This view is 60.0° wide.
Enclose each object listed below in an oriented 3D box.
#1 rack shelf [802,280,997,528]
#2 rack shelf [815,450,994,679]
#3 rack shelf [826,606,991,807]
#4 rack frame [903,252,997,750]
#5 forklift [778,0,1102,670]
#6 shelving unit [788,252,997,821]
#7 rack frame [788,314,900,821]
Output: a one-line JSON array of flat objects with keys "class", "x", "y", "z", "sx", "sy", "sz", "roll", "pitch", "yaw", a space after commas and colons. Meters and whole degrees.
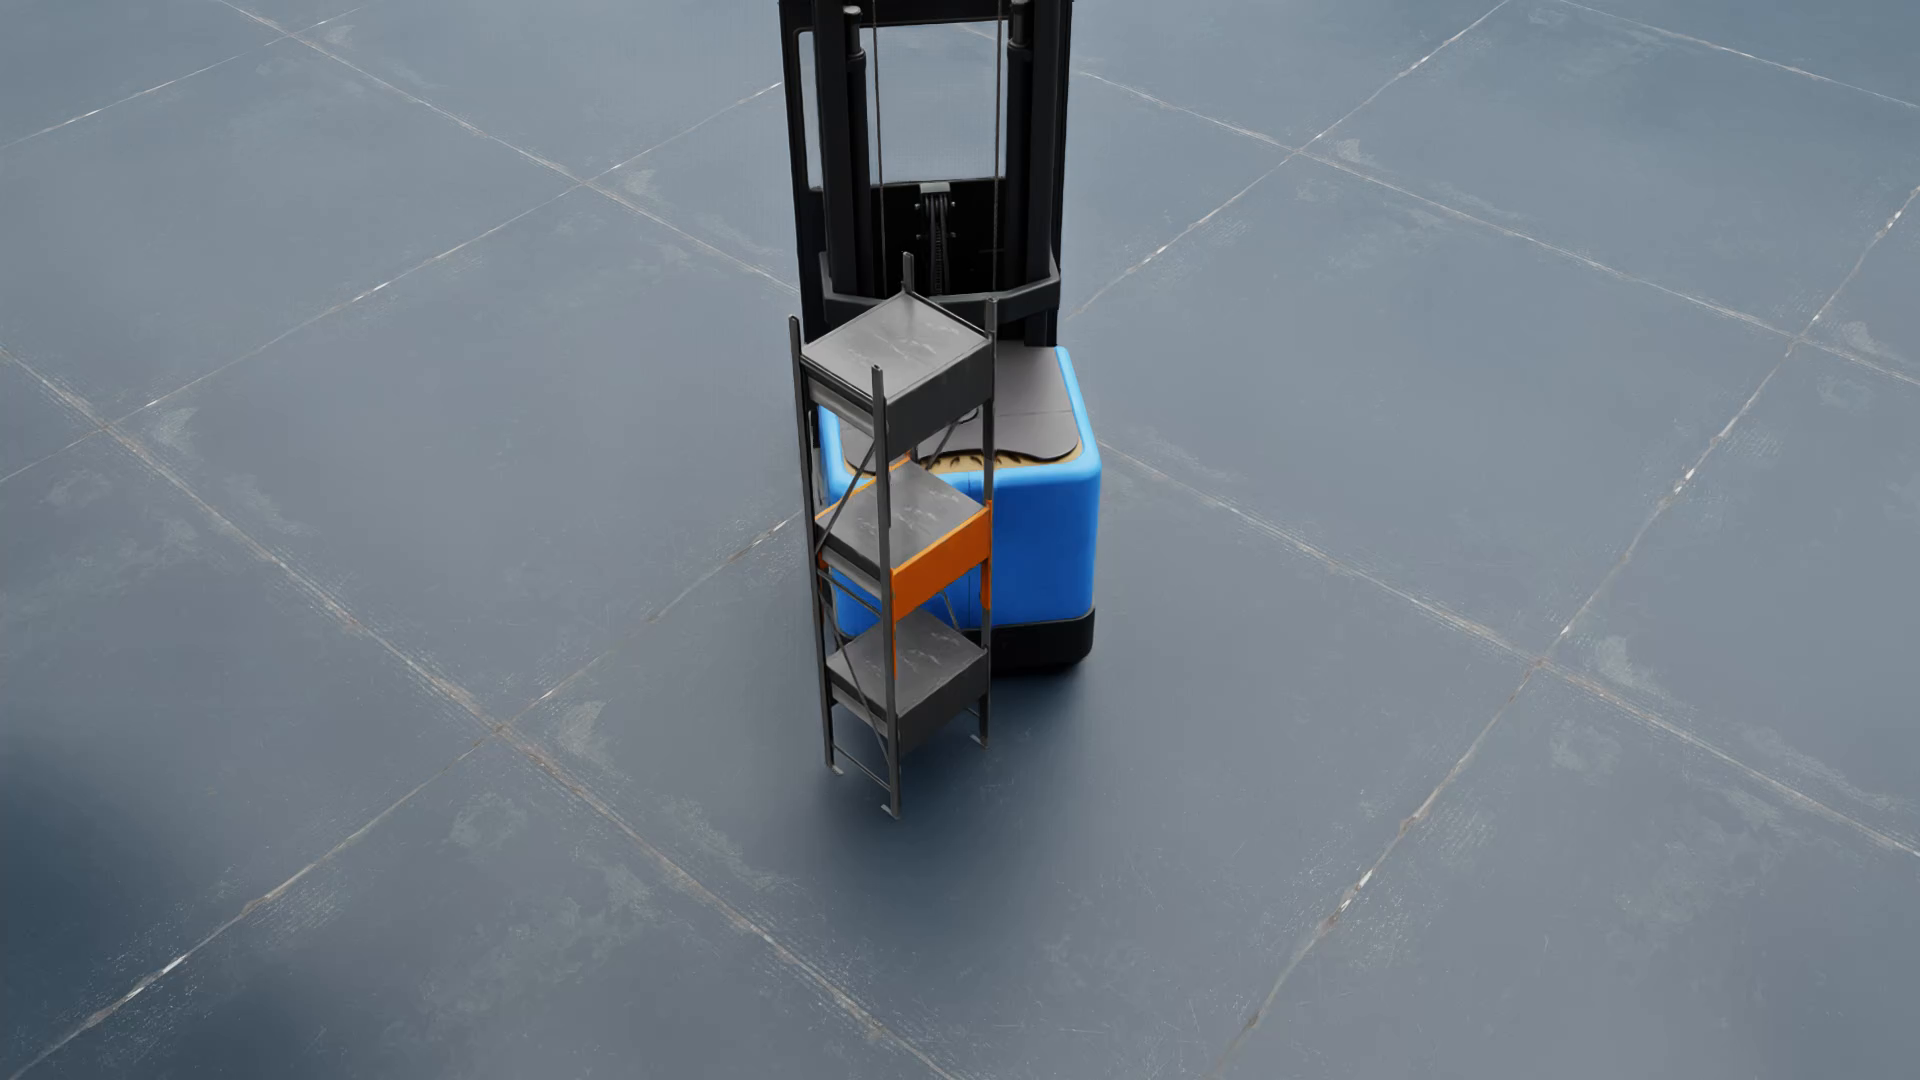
[{"class": "rack shelf", "x": -0.204, "y": -0.440, "z": 5.335, "sx": 0.431, "sy": 0.518, "sz": 0.480, "roll": 33, "pitch": 52, "yaw": 31}, {"class": "rack shelf", "x": -0.204, "y": 0.078, "z": 5.806, "sx": 0.431, "sy": 0.518, "sz": 0.480, "roll": 33, "pitch": 52, "yaw": 31}, {"class": "rack shelf", "x": -0.204, "y": 0.596, "z": 6.277, "sx": 0.431, "sy": 0.518, "sz": 0.480, "roll": 33, "pitch": 52, "yaw": 31}, {"class": "rack frame", "x": -0.034, "y": -0.050, "z": 5.927, "sx": 0.400, "sy": 2.100, "sz": 0.015, "roll": 33, "pitch": 52, "yaw": 31}, {"class": "forklift", "x": -0.160, "y": -1.507, "z": 6.911, "sx": 1.130, "sy": 2.935, "sz": 3.031, "roll": -5, "pitch": 43, "yaw": -6}, {"class": "shelving unit", "x": -0.204, "y": 0.068, "z": 5.797, "sx": 0.431, "sy": 2.100, "sz": 0.503, "roll": 33, "pitch": 52, "yaw": 31}, {"class": "rack frame", "x": -0.374, "y": 0.186, "z": 5.667, "sx": 0.400, "sy": 2.100, "sz": 0.015, "roll": 33, "pitch": 52, "yaw": 31}]
